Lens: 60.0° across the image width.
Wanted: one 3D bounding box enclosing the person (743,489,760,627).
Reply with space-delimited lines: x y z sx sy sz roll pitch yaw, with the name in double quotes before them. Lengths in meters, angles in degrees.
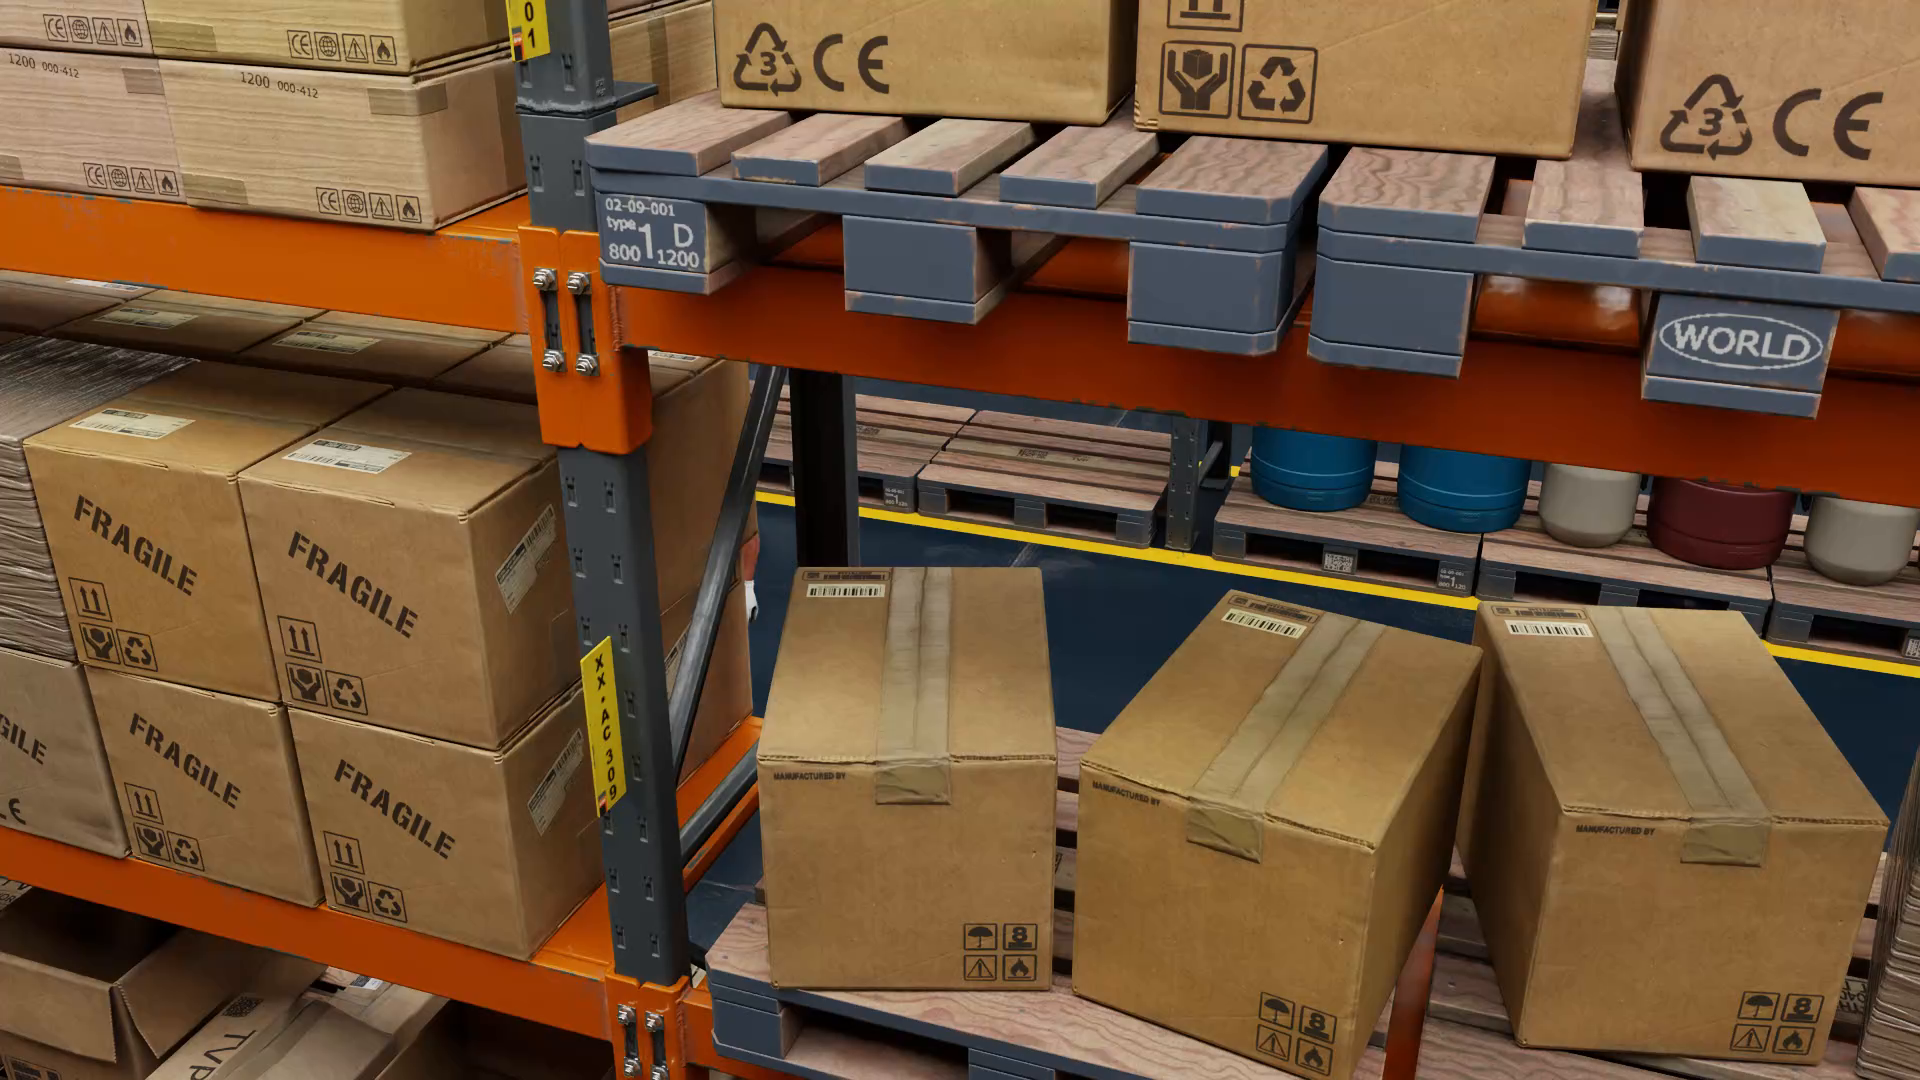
"person" -0.978 0.151 5.776 0.592 1.778 0.447 8 27 16
